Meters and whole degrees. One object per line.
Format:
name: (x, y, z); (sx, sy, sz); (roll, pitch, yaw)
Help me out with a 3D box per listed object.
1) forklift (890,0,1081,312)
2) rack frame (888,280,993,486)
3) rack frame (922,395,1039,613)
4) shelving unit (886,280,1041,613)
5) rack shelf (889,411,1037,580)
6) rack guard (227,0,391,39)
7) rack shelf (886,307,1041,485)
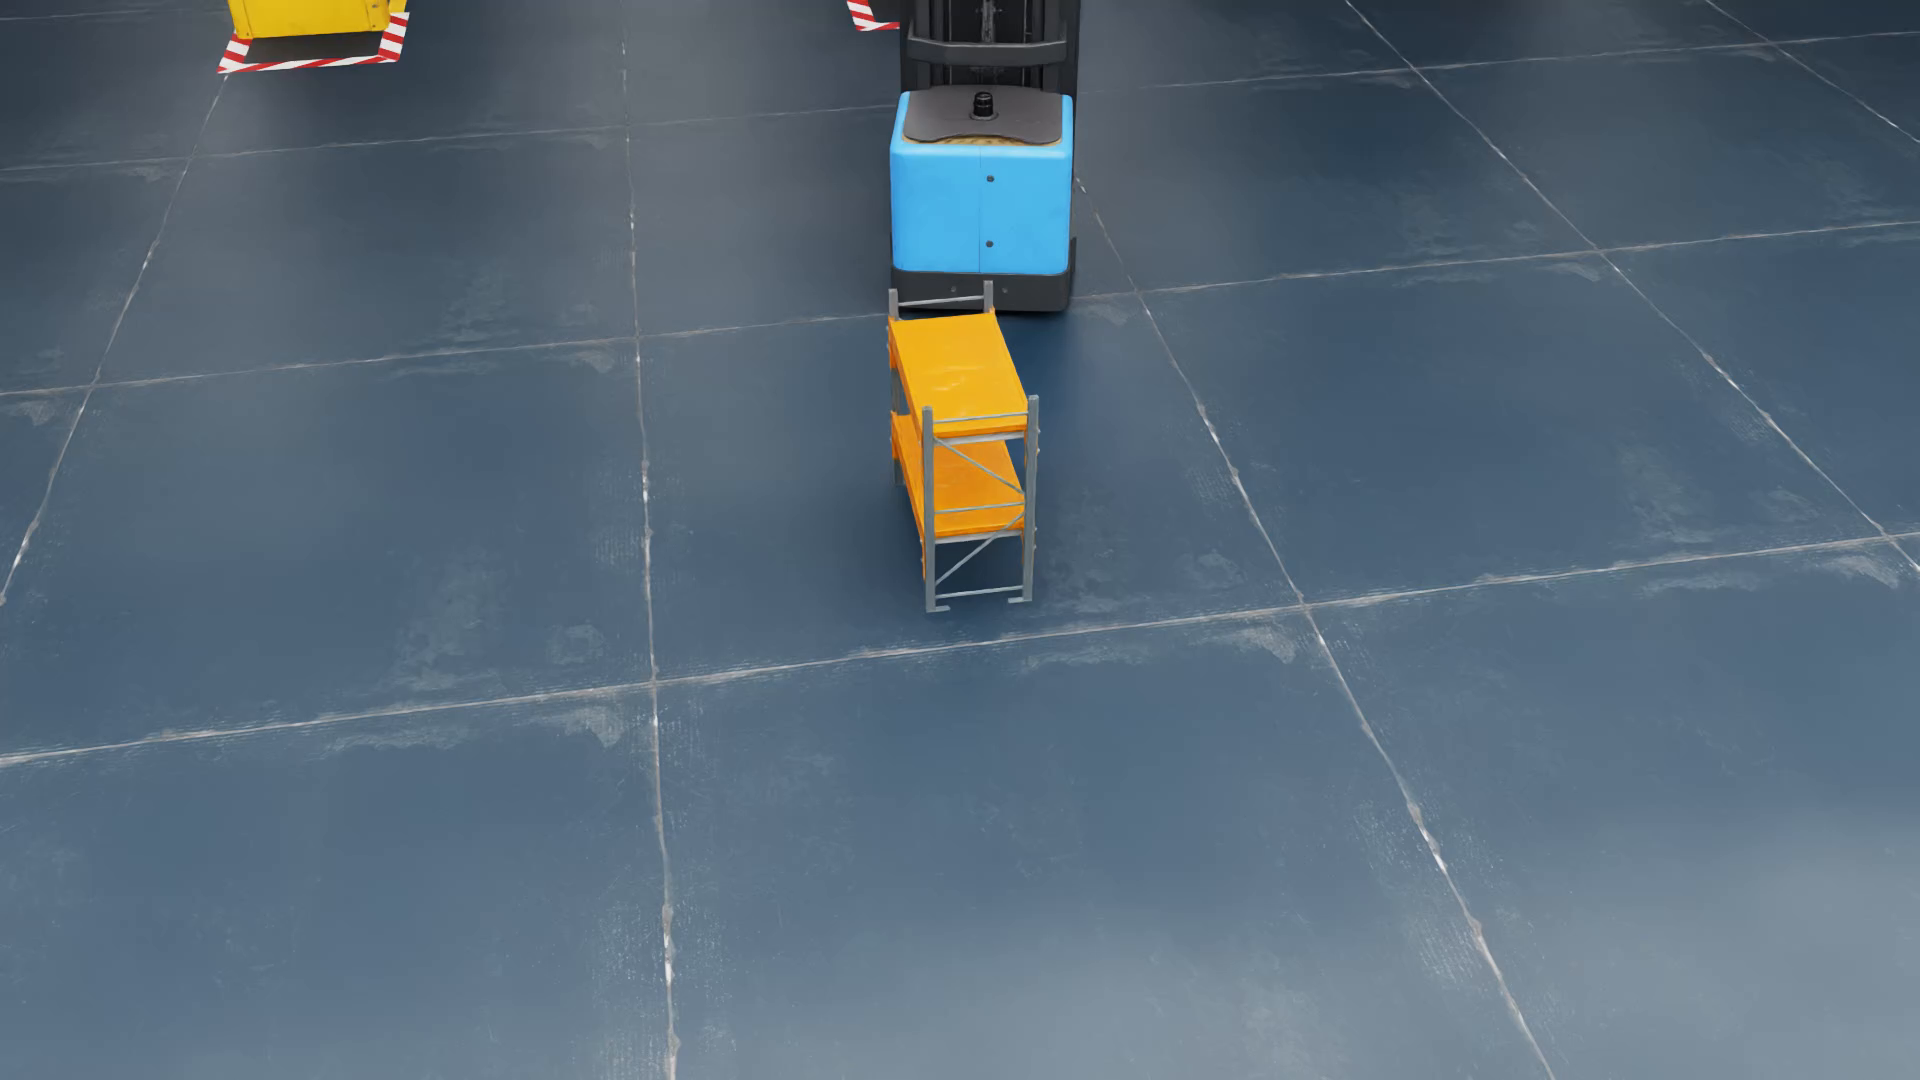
forklift: (0.192, -3.382, 10.114); (1.130, 2.935, 3.031); (2, 38, 2)
rack frame: (-0.090, -0.755, 8.205); (0.500, 1.125, 0.032); (-6, 38, -8)
rack frame: (0.088, -0.141, 7.415); (0.500, 1.125, 0.032); (-6, 38, -8)
shelving unit: (-0.001, -0.448, 7.810); (0.538, 1.125, 1.048); (-6, 38, -8)
rack shelf: (-0.001, -0.255, 7.960); (0.538, 0.278, 1.000); (-6, 38, -8)
rack guard: (-5.242, -4.364, 13.360); (1.175, 0.500, 0.348); (-6, 38, -8)
rack shelf: (-0.001, -0.679, 7.631); (0.538, 0.278, 1.000); (-6, 38, -8)
